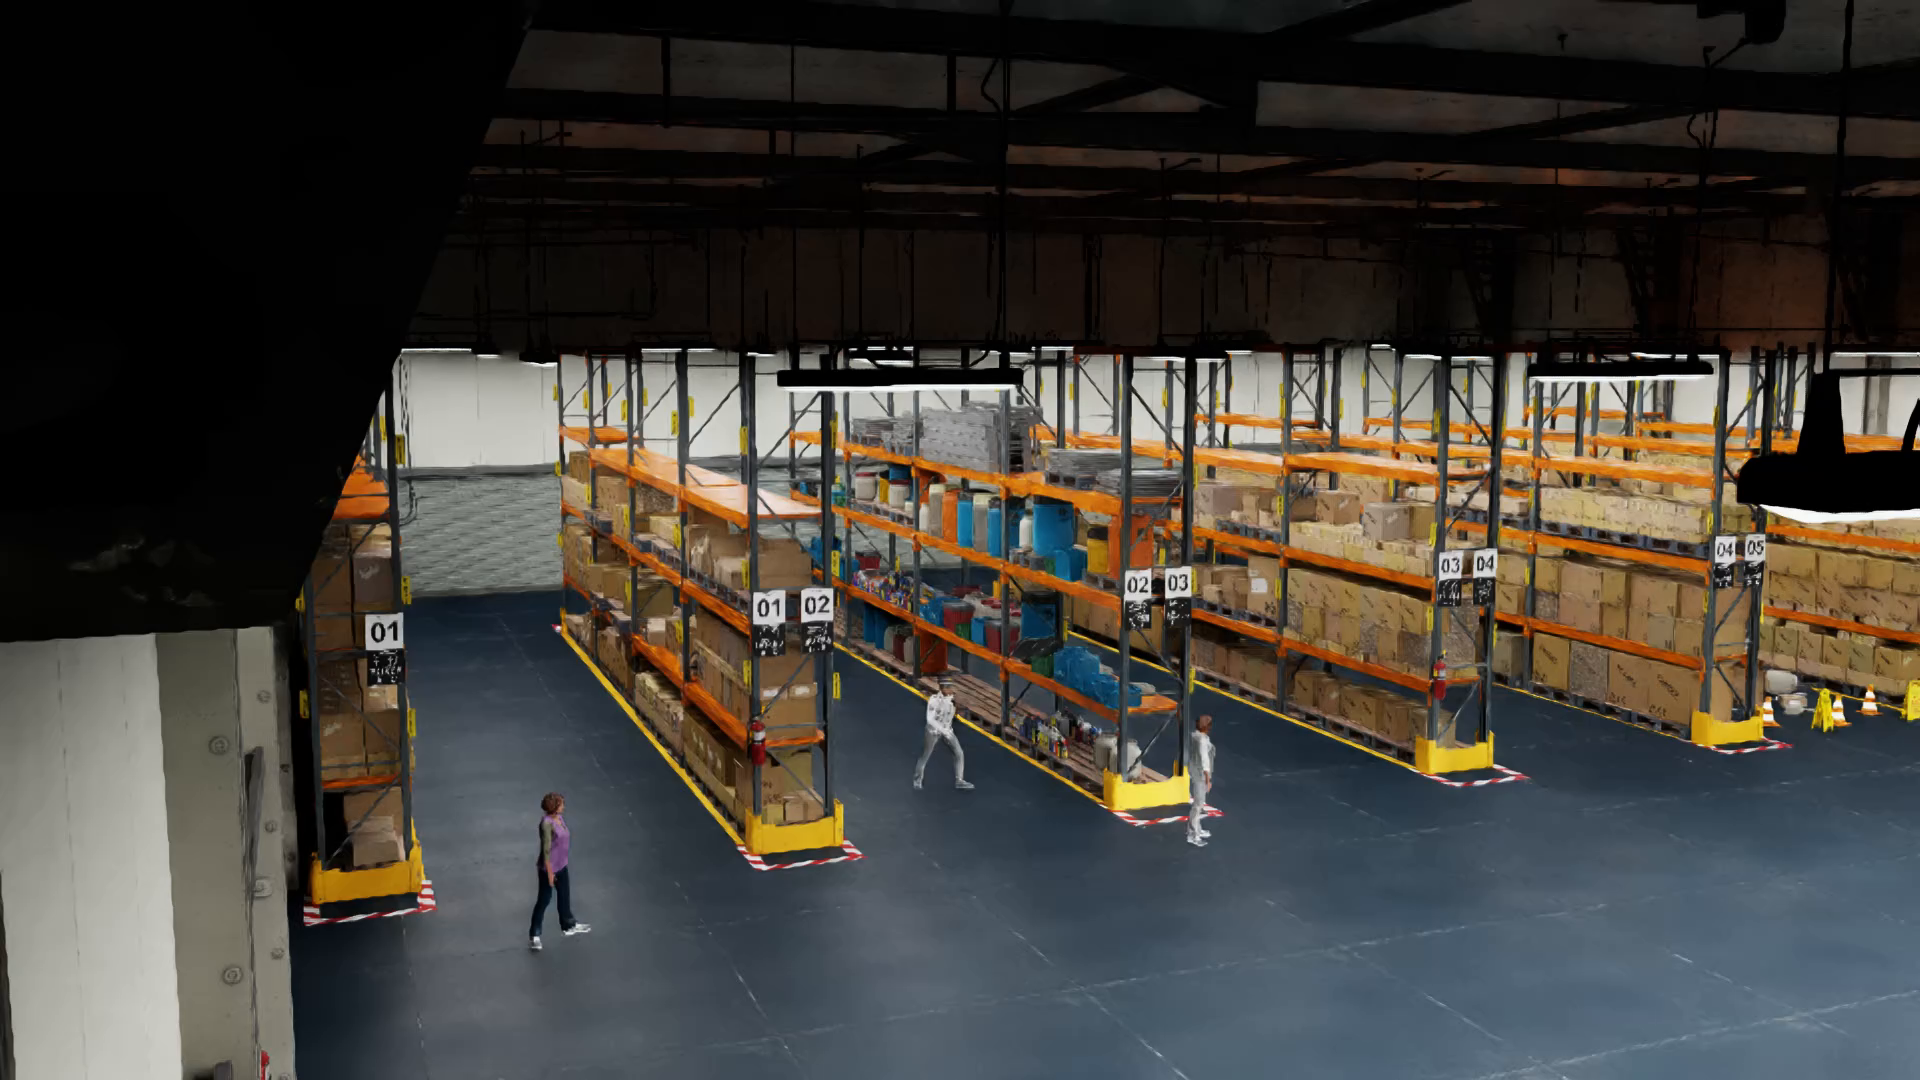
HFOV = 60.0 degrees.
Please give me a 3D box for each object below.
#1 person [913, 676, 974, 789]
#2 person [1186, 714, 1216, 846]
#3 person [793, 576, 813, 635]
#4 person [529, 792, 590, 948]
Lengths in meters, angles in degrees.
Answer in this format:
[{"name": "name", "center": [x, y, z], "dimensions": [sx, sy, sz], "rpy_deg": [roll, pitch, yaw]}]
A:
[{"name": "person", "center": [-0.276, 2.632, 22.866], "dimensions": [0.643, 1.608, 0.794], "rpy_deg": [-6, 9, -39]}, {"name": "person", "center": [2.969, 2.930, 20.506], "dimensions": [0.364, 1.600, 0.511], "rpy_deg": [-1, 7, -5]}, {"name": "person", "center": [-3.286, 1.135, 34.505], "dimensions": [0.472, 1.632, 0.907], "rpy_deg": [-1, 7, -5]}, {"name": "person", "center": [-4.177, 3.361, 17.148], "dimensions": [0.496, 1.588, 0.615], "rpy_deg": [1, 7, 10]}]
